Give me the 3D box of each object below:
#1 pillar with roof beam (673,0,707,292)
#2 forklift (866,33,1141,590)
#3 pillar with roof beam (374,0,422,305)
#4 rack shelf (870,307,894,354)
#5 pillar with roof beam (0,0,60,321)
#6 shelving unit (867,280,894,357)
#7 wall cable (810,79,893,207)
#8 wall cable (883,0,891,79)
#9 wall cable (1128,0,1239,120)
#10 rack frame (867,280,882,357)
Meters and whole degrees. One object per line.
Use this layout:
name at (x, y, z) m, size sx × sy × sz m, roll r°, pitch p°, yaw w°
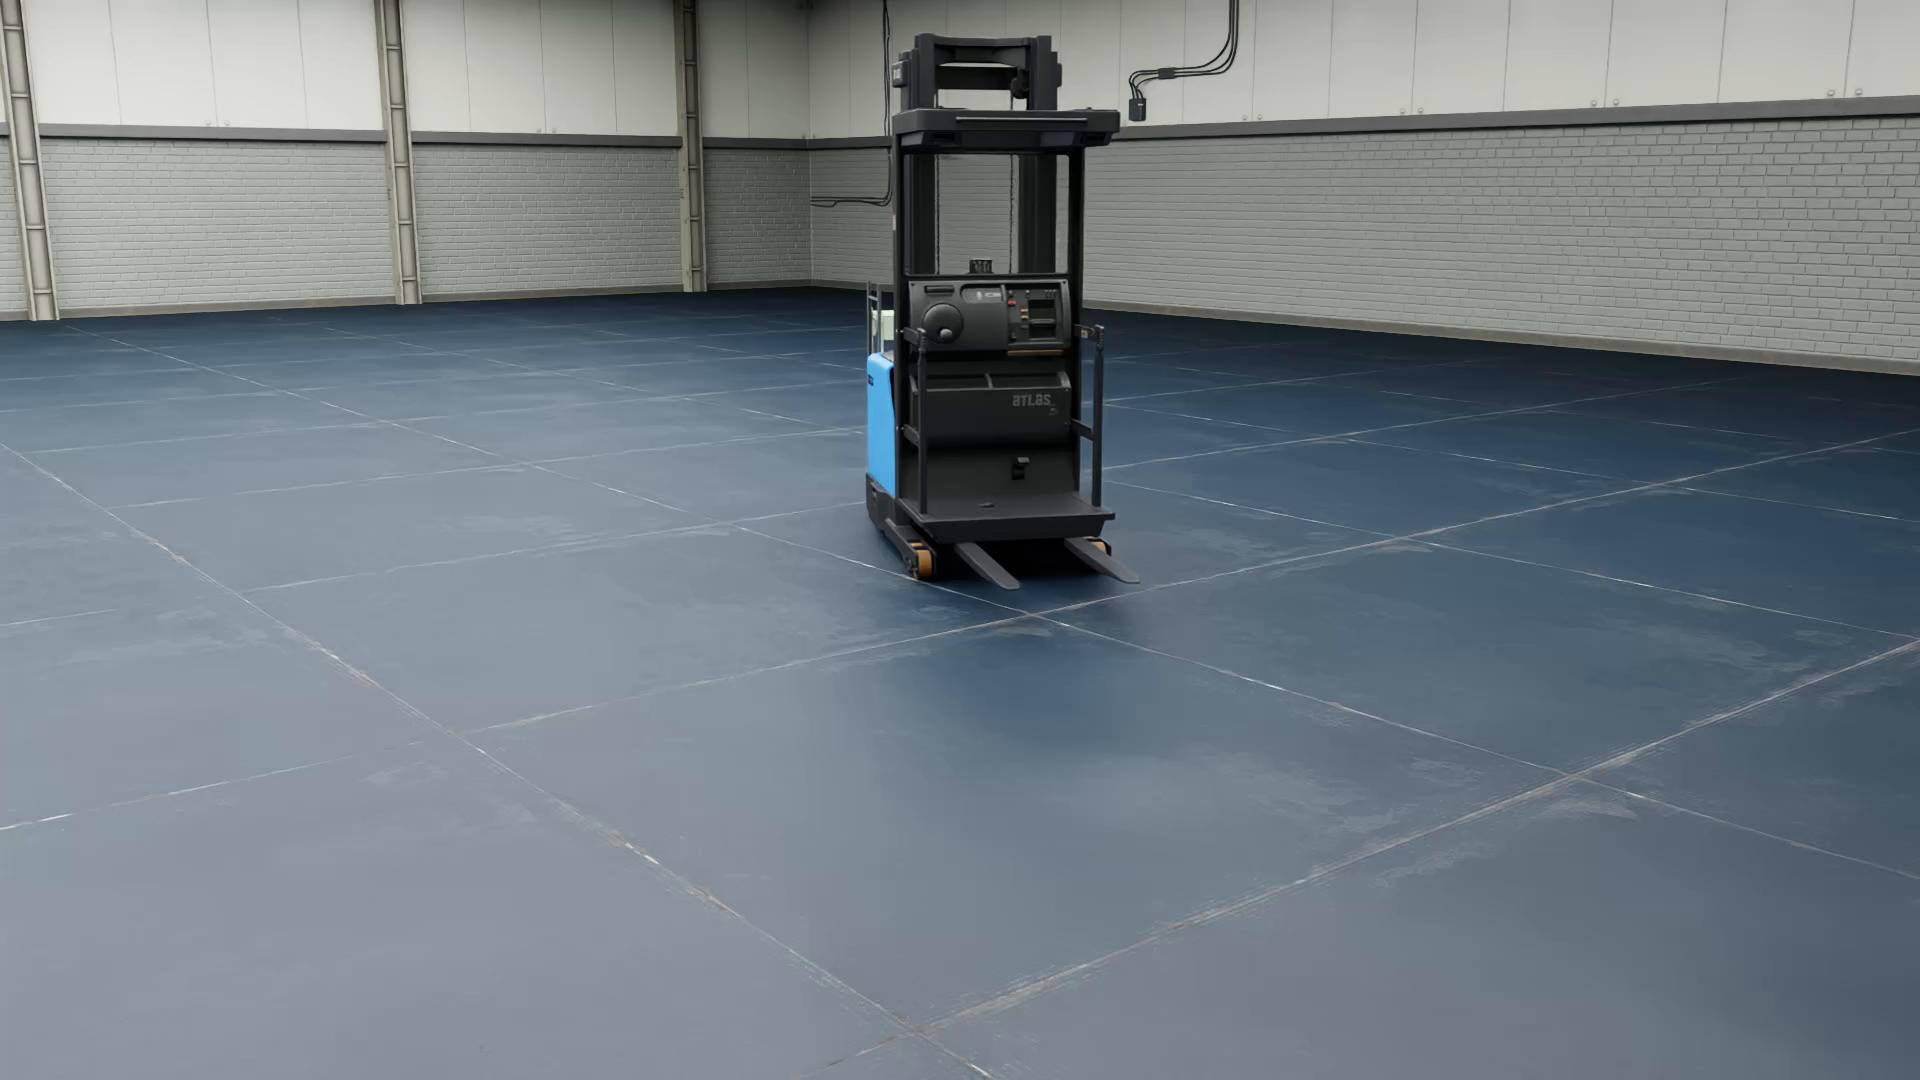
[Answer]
pillar with roof beam at (-2.772, -8.830, 30.047) m, size 0.400 × 9.000 × 9.100 m, roll -9°, pitch 15°, yaw -38°
forklift at (0.219, -1.303, 9.208) m, size 1.130 × 2.935 × 3.031 m, roll -3°, pitch 12°, yaw -12°
pillar with roof beam at (-7.457, -8.051, 26.380) m, size 0.400 × 9.000 × 9.100 m, roll -9°, pitch 15°, yaw -38°
rack shelf at (-0.202, -1.338, 10.942) m, size 0.720 × 0.370 × 0.431 m, roll -3°, pitch 12°, yaw -13°
pillar with roof beam at (-12.142, -7.273, 22.714) m, size 0.400 × 9.000 × 9.100 m, roll -9°, pitch 15°, yaw -38°
shelving unit at (-0.202, -0.957, 11.023) m, size 0.755 × 1.500 × 0.431 m, roll -3°, pitch 12°, yaw -13°
wall cable at (-2.335, -8.177, 34.448) m, size 0.112 × 2.526 × 3.097 m, roll -9°, pitch 15°, yaw -38°
wall cable at (-0.645, -10.209, 31.857) m, size 0.112 × 2.526 × 3.097 m, roll -9°, pitch 15°, yaw -38°
wall cable at (3.584, -9.817, 26.511) m, size 0.169 × 6.003 × 2.305 m, roll -9°, pitch 15°, yaw -38°
rack frame at (-0.559, -0.939, 10.941) m, size 0.023 × 1.500 × 0.400 m, roll -3°, pitch 12°, yaw -13°
